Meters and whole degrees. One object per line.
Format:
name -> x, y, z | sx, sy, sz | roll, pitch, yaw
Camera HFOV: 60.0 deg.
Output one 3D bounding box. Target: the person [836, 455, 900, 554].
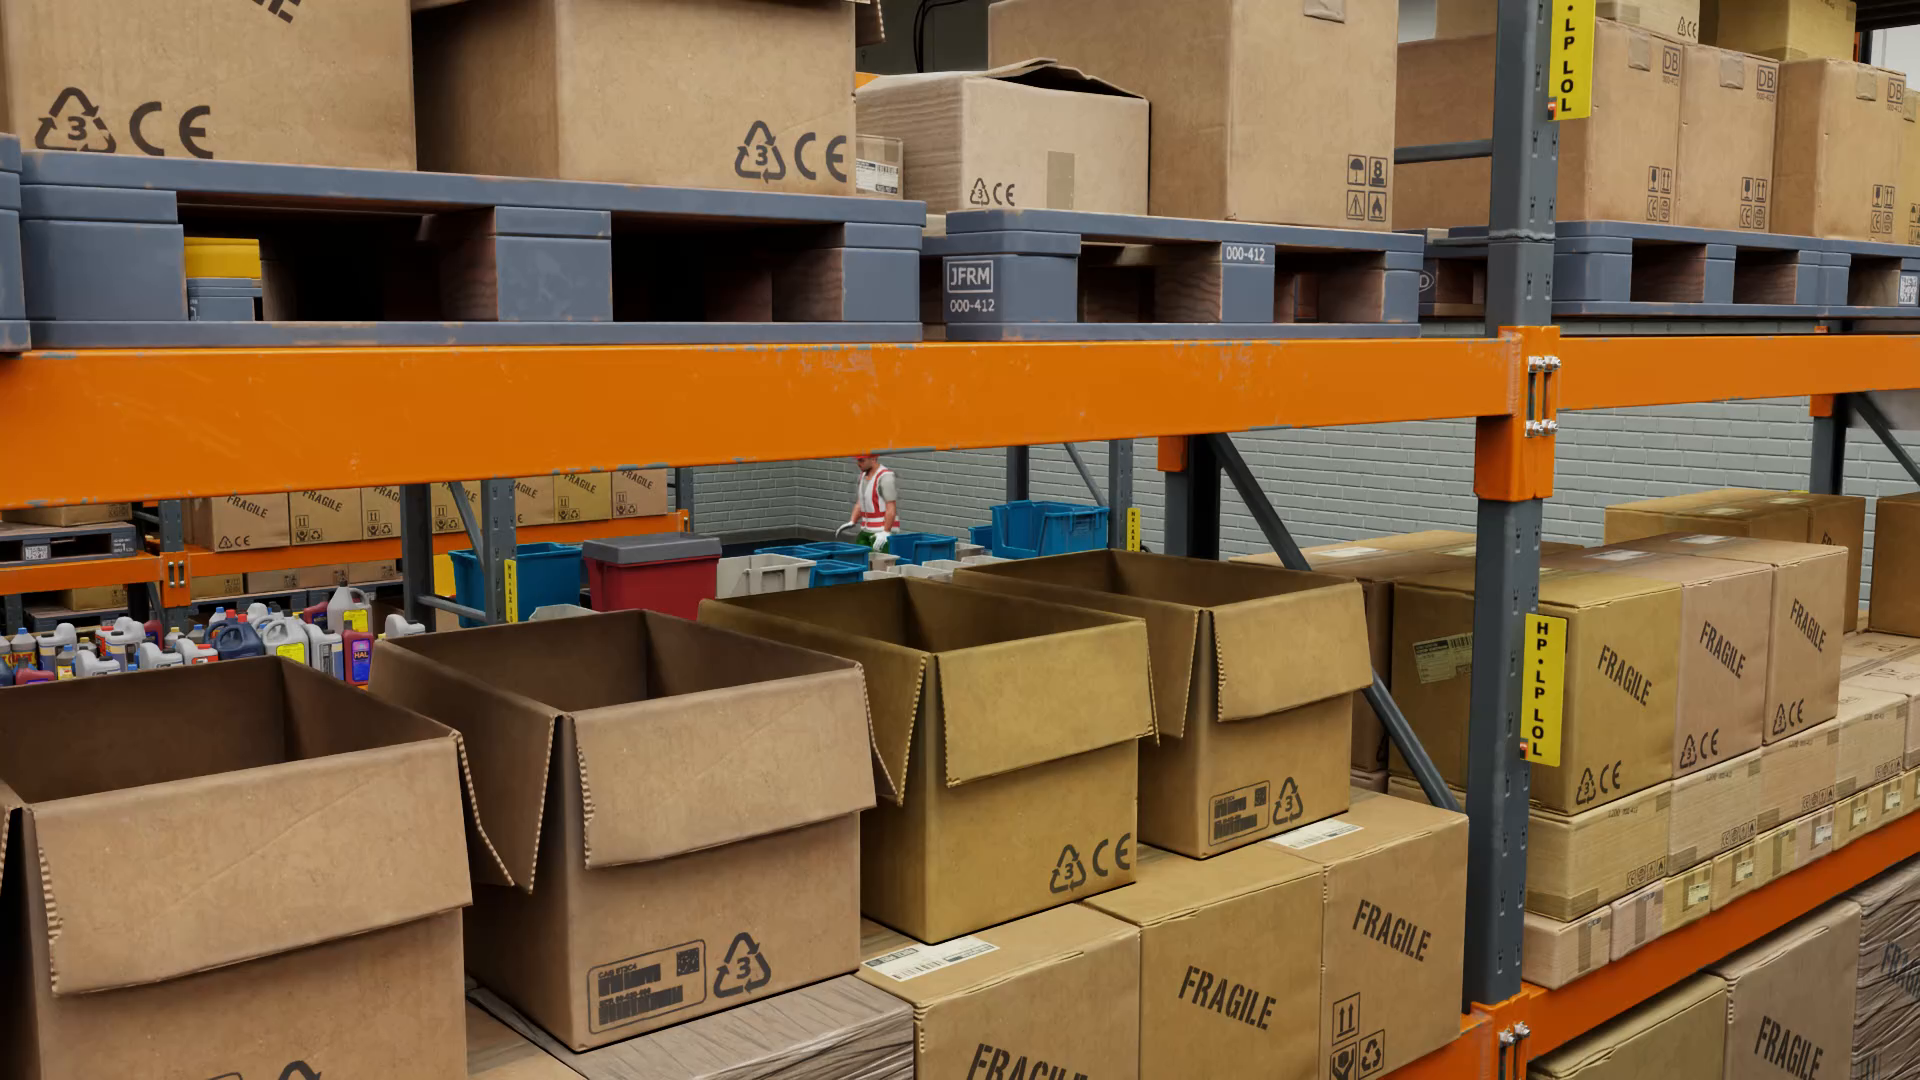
person -> -0.798, -0.047, 15.473 | 0.623, 1.778, 0.542 | -5, 9, -33
